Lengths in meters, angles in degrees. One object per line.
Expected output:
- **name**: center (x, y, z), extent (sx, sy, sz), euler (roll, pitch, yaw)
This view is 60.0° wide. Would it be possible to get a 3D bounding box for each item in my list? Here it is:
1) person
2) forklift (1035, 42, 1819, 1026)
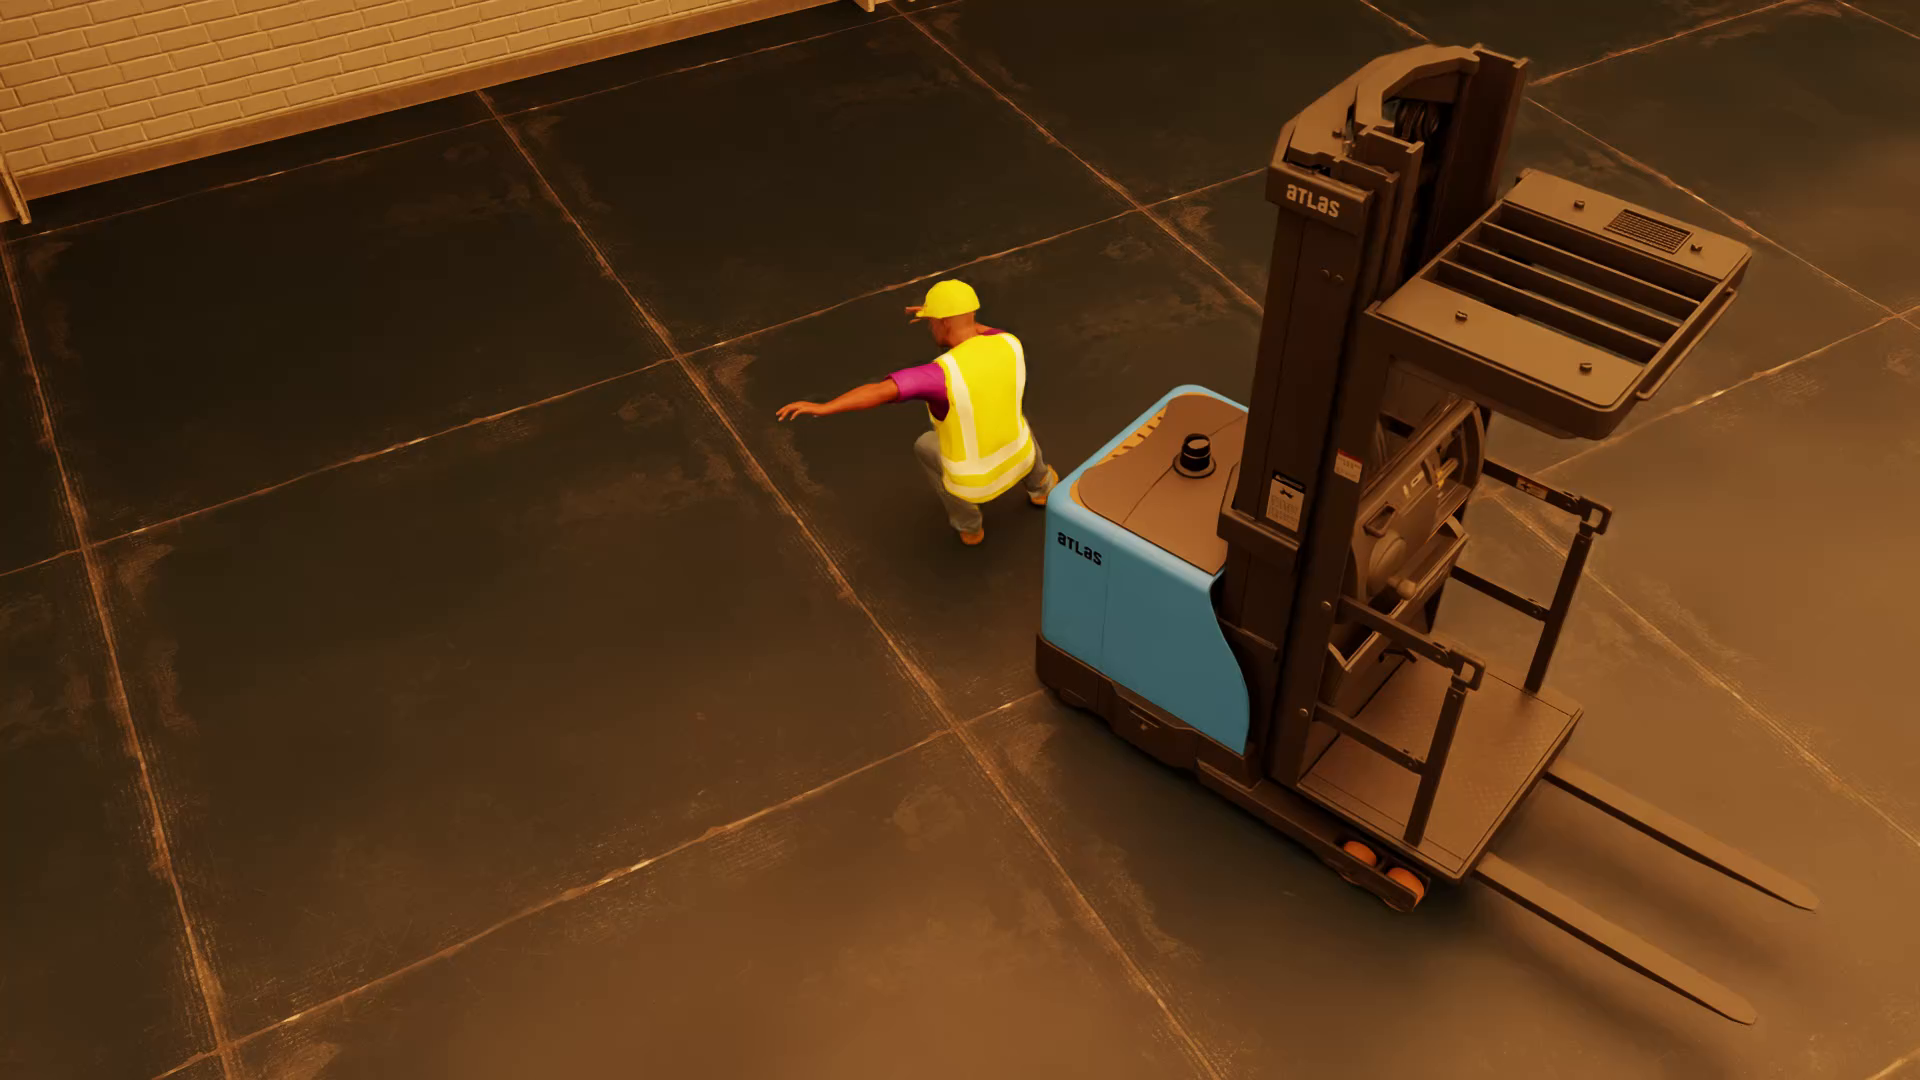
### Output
- **person**: center (-0.099, -0.468, 7.300), extent (1.599, 1.457, 0.783), euler (-26, 49, -26)
- **forklift**: center (1.778, -0.074, 5.778), extent (3.031, 2.935, 1.130), euler (30, 50, 28)
